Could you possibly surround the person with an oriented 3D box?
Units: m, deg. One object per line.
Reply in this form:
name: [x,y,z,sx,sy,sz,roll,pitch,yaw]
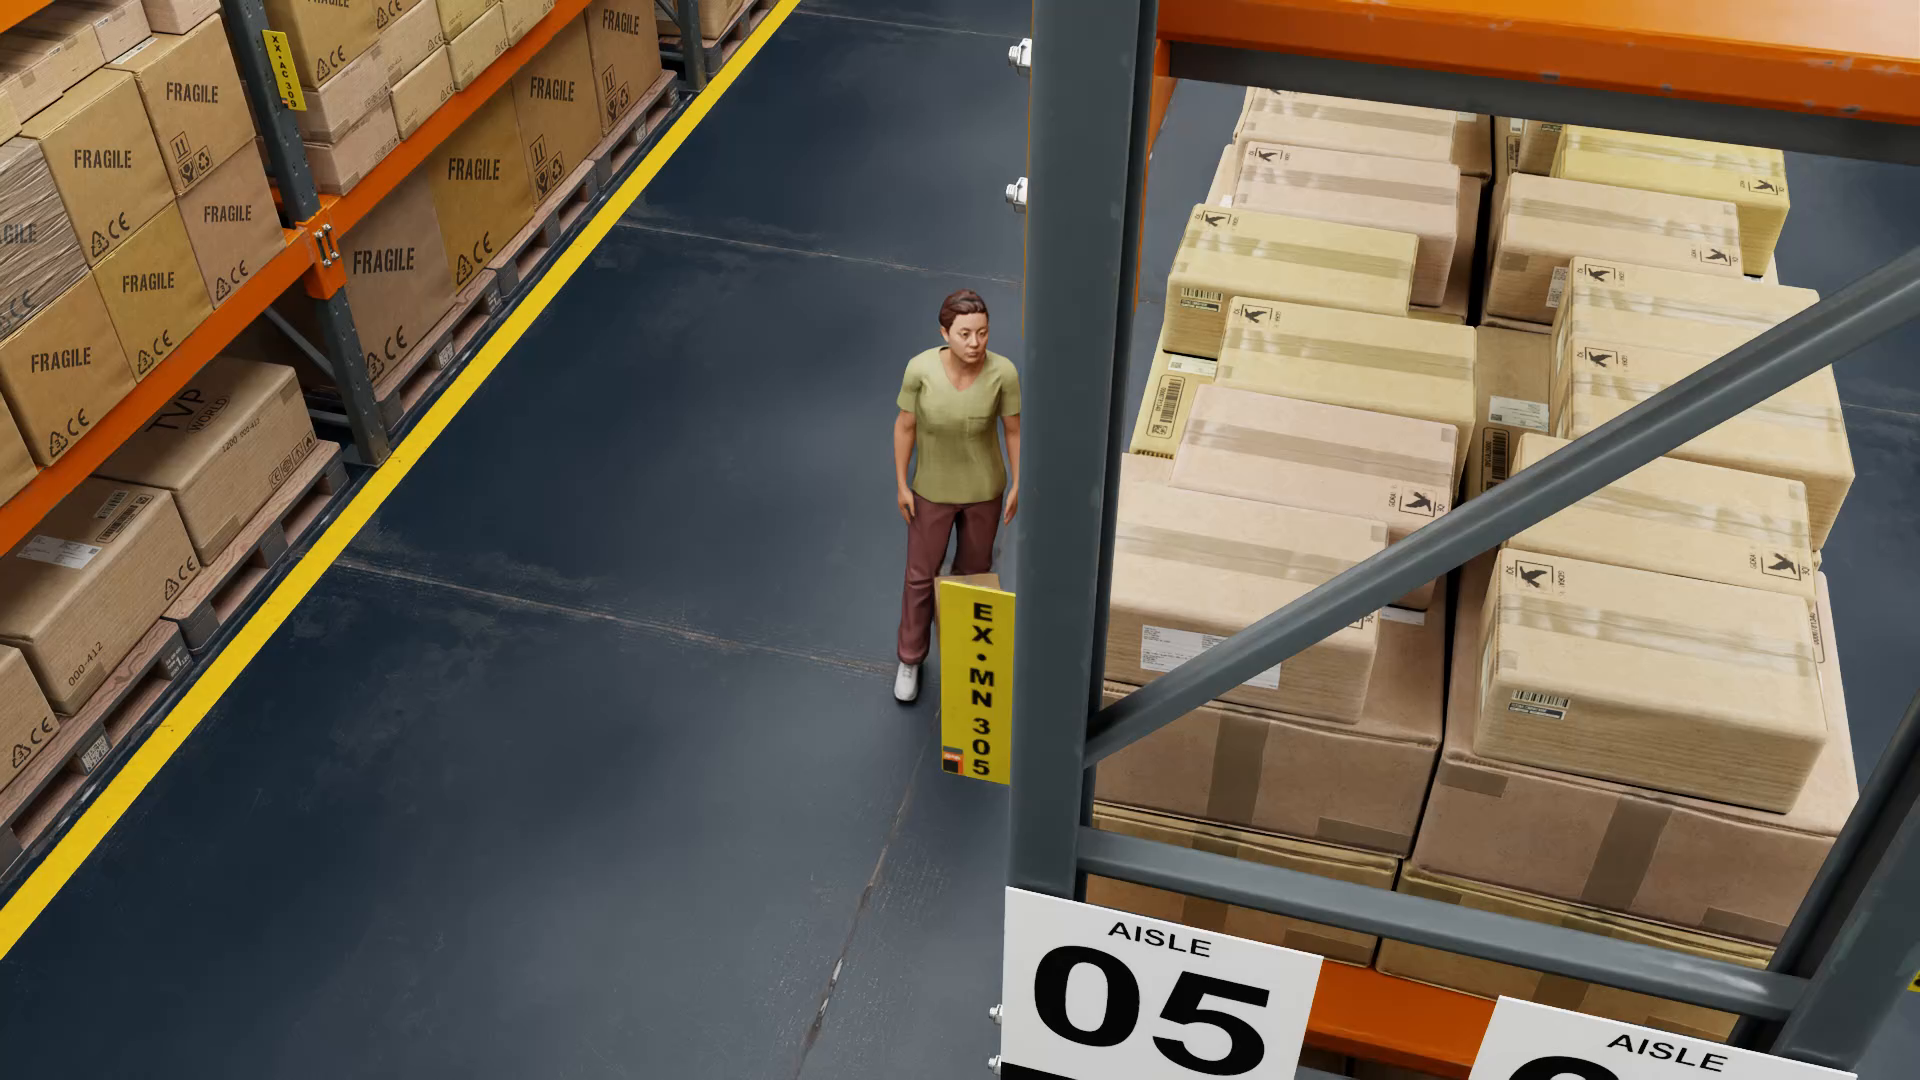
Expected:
person: [-0.011,-0.155,6.324,0.536,1.674,0.552,-3,41,-3]
